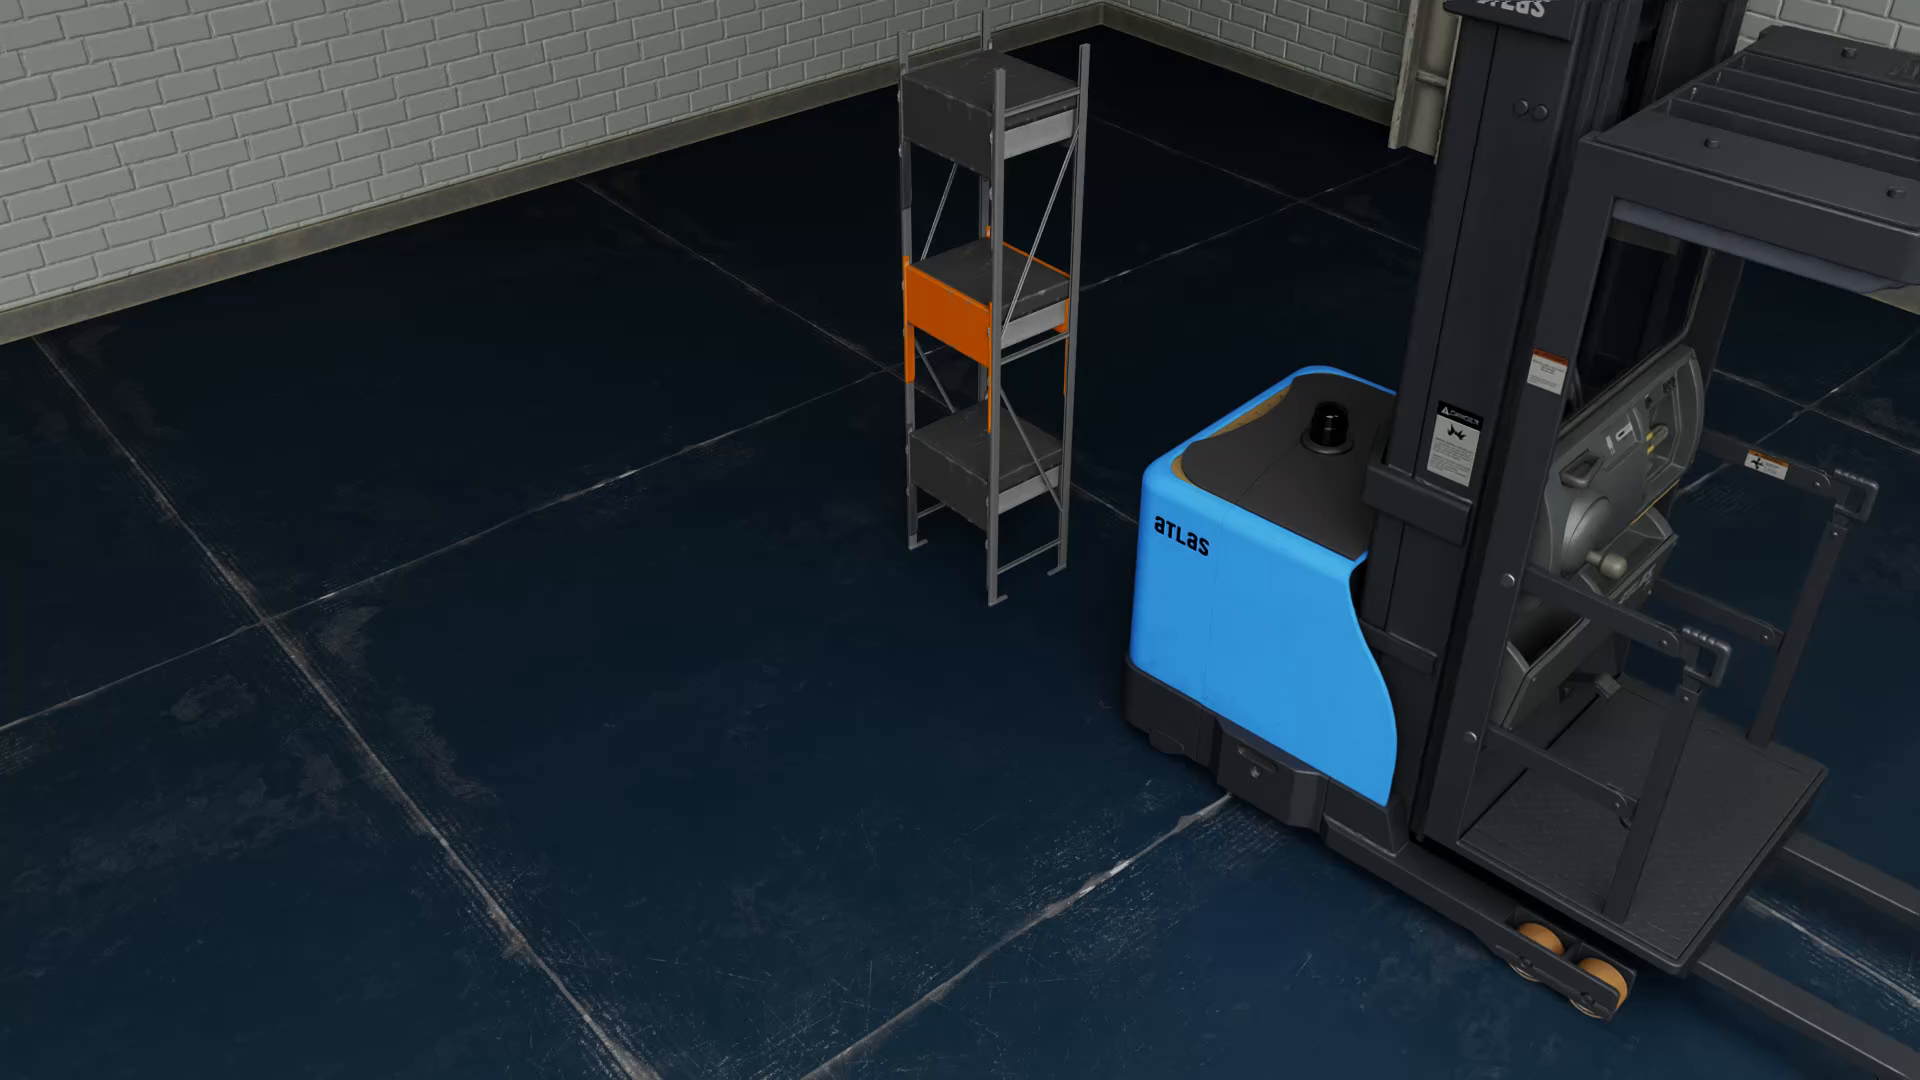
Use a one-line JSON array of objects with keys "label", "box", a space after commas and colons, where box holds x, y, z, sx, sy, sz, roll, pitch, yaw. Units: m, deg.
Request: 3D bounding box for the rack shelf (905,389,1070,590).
[{"label": "rack shelf", "box": [0.107, -0.201, 6.452, 0.431, 0.518, 0.480, -26, 43, -32]}]

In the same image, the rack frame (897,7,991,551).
[{"label": "rack frame", "box": [-0.051, -0.892, 6.192, 0.400, 2.100, 0.015, -26, 43, -32]}]

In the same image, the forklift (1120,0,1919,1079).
[{"label": "forklift", "box": [1.974, -0.162, 4.443, 3.031, 2.935, 1.130, 29, 44, 34]}]

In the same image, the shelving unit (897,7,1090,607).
[{"label": "shelving unit", "box": [0.107, -0.784, 6.040, 0.431, 2.100, 0.503, -26, 43, -32]}]

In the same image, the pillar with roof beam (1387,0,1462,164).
[{"label": "pillar with roof beam", "box": [-0.442, -4.436, 5.227, 9.100, 9.000, 0.400, -26, 43, -32]}]

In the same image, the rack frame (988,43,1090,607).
[{"label": "rack frame", "box": [0.264, -0.676, 5.888, 0.400, 2.100, 0.015, -26, 43, -32]}]

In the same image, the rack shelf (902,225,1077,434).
[{"label": "rack shelf", "box": [0.107, -0.773, 6.048, 0.431, 0.518, 0.480, -26, 43, -32]}]

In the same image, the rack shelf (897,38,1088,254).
[{"label": "rack shelf", "box": [0.107, -1.344, 5.643, 0.431, 0.518, 0.480, -26, 43, -32]}]
